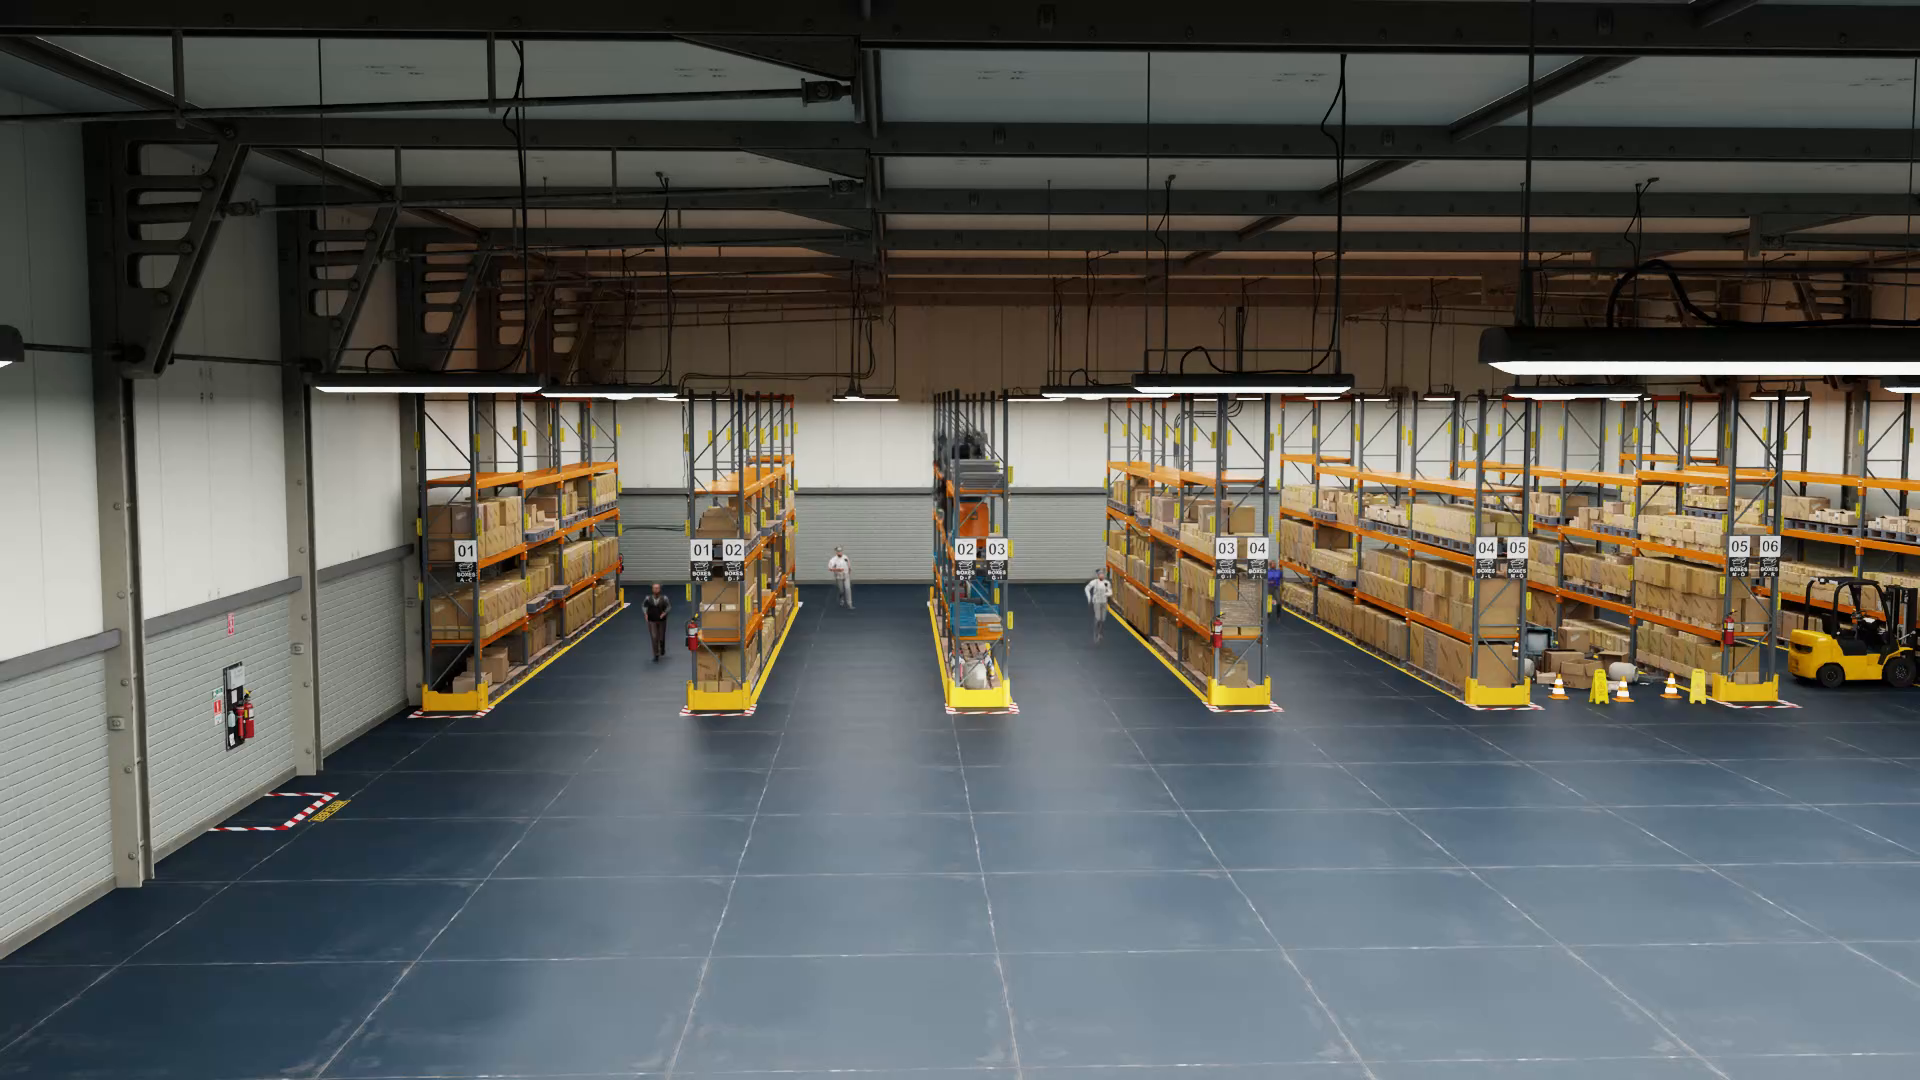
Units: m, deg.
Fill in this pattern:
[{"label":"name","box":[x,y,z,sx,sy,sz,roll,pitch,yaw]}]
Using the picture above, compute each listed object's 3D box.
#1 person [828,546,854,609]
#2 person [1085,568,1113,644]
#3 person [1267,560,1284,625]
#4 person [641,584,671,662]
[{"label":"person","box":[-3.374,1.040,46.858,0.695,1.754,0.914,-2,5,-23]},{"label":"person","box":[3.264,1.523,38.702,0.580,1.763,0.686,-1,5,-12]},{"label":"person","box":[8.172,1.376,43.294,0.567,1.709,0.739,0,5,0]},{"label":"person","box":[-6.805,1.837,37.286,0.670,1.708,0.751,-1,5,-8]}]
